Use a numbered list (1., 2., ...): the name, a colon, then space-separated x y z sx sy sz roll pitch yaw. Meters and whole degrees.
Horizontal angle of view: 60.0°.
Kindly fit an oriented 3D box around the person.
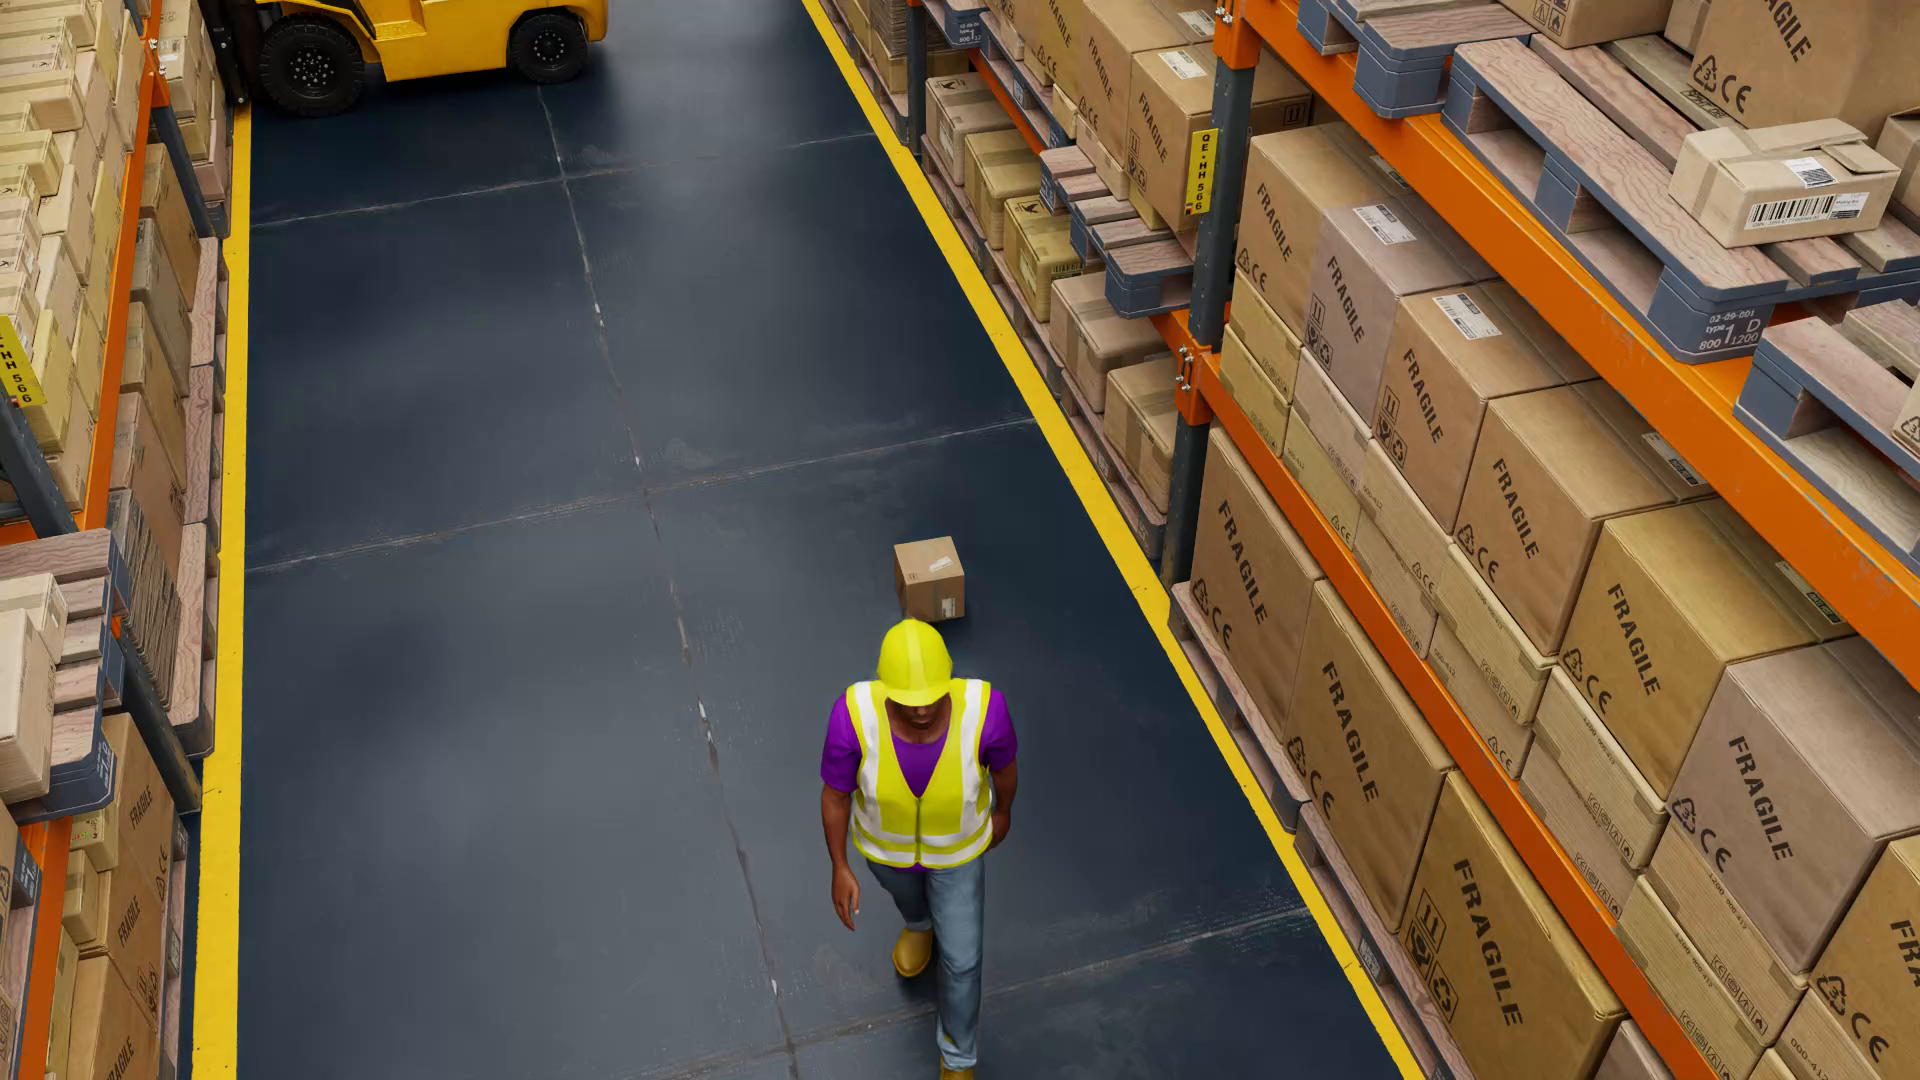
1. person: -0.125 0.966 5.065 0.584 1.772 0.856 2 42 2
